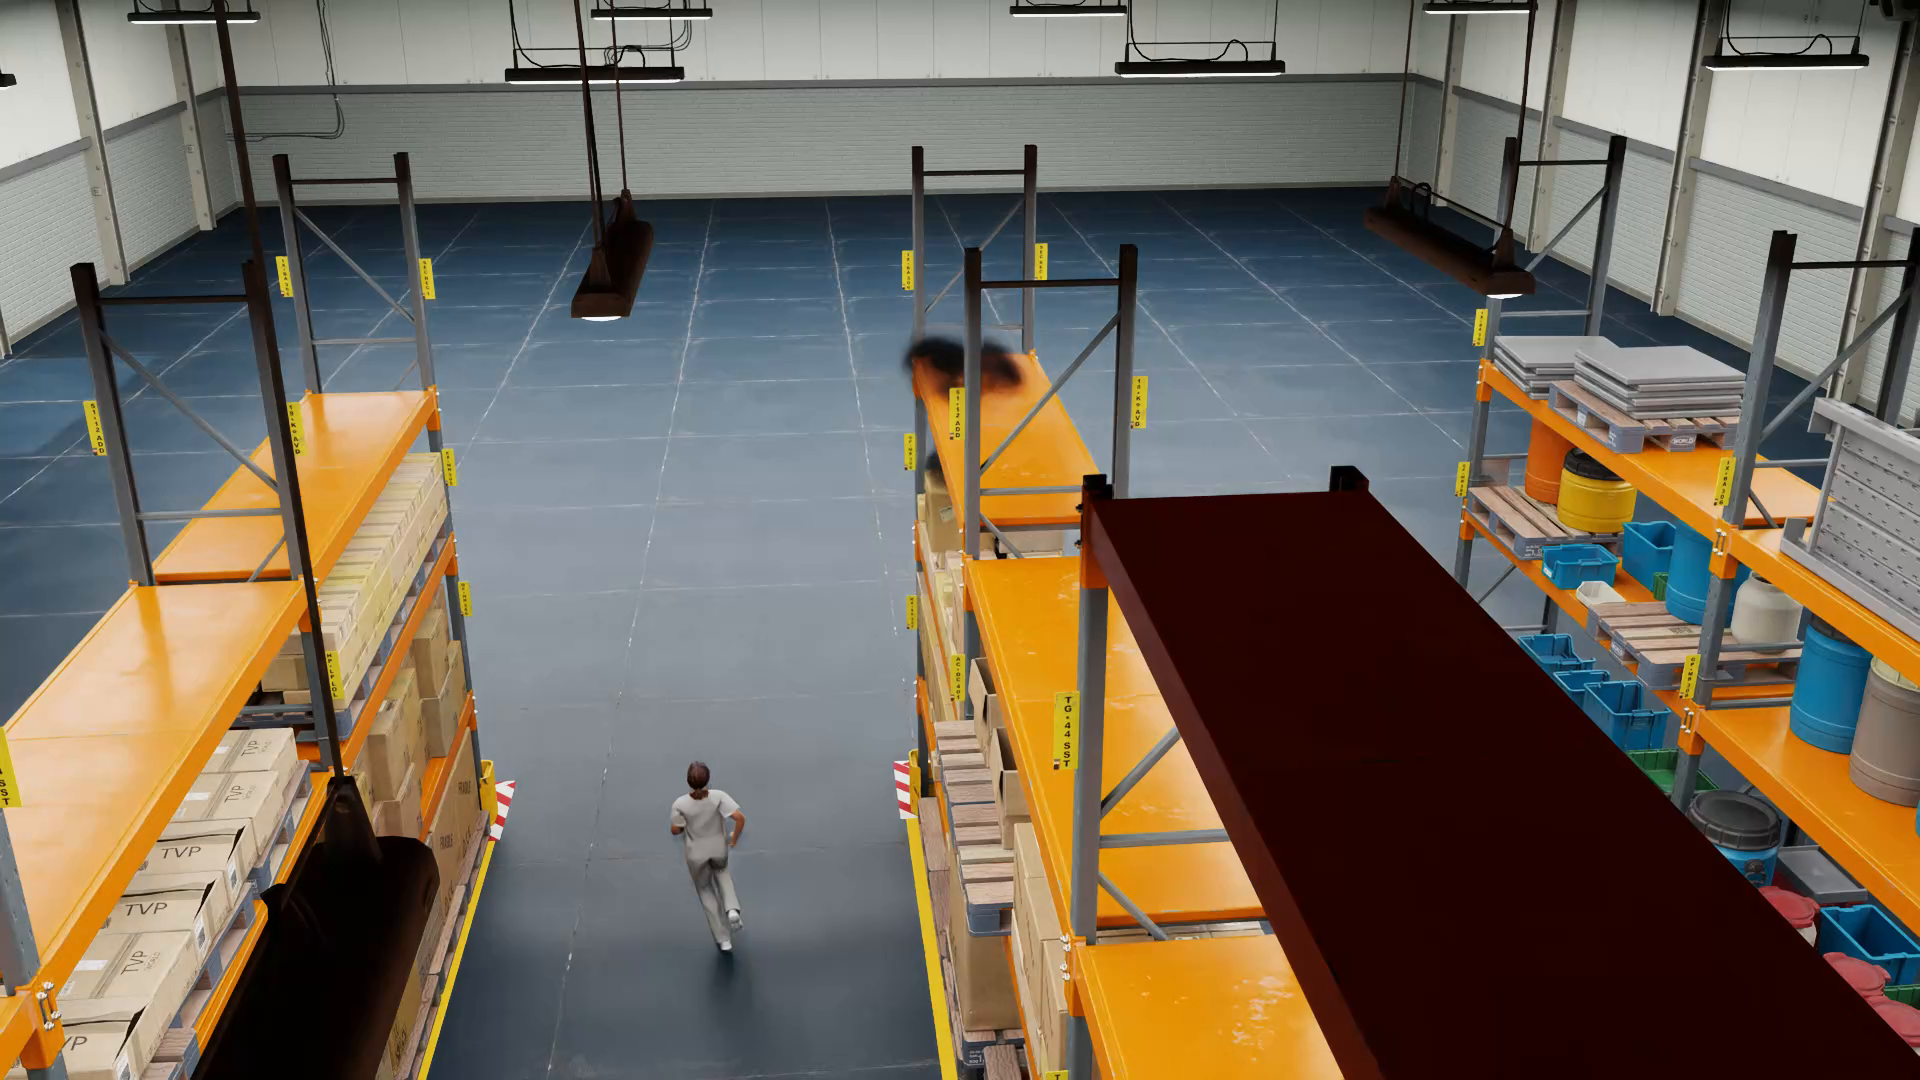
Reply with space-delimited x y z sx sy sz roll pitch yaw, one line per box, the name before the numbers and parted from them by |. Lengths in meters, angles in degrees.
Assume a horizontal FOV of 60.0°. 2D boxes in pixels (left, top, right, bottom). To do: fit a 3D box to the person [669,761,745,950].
person | -2.011 2.466 13.194 0.552 1.636 0.561 -9 23 -21
